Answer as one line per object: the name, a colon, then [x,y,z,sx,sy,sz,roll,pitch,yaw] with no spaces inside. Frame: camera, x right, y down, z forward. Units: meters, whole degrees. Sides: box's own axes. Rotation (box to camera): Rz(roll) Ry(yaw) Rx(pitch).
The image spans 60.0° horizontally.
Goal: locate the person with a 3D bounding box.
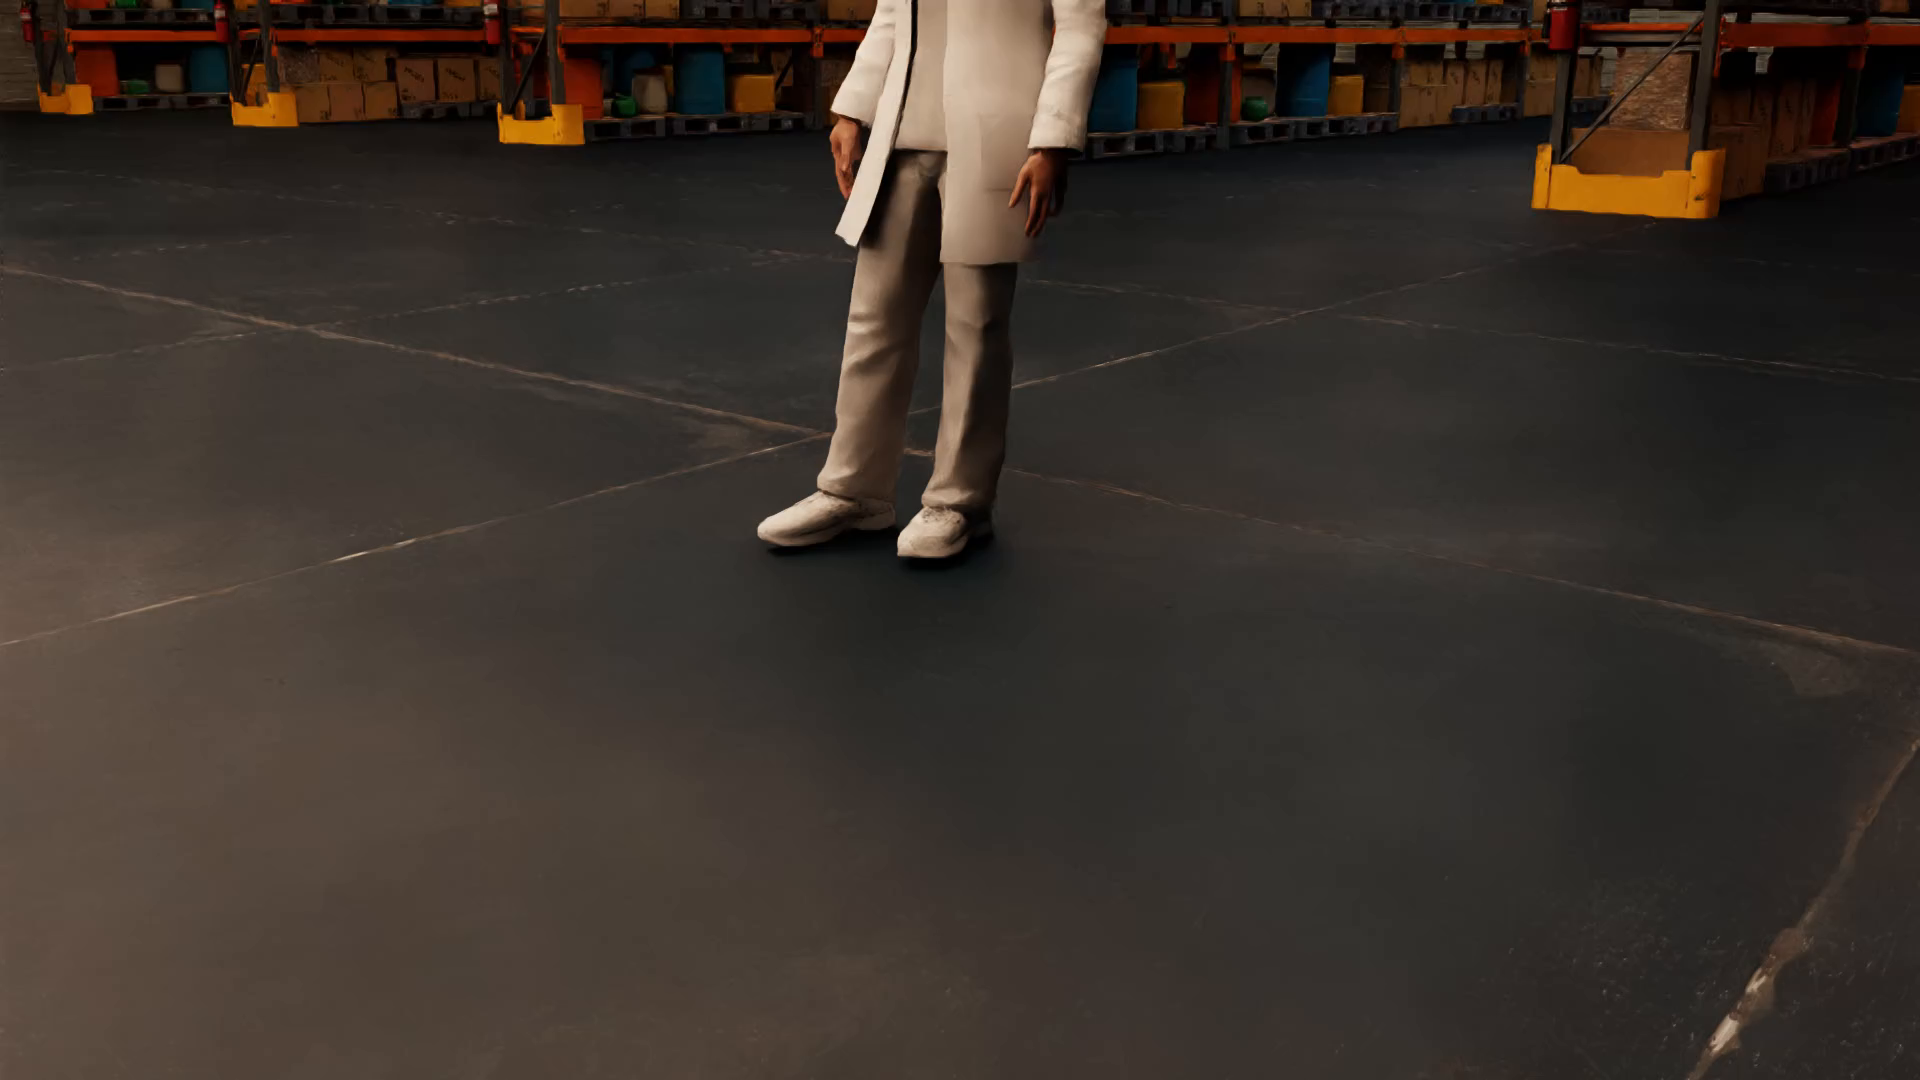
person: [-0.061,-0.838,3.617,0.694,1.776,0.579,13,21,37]
